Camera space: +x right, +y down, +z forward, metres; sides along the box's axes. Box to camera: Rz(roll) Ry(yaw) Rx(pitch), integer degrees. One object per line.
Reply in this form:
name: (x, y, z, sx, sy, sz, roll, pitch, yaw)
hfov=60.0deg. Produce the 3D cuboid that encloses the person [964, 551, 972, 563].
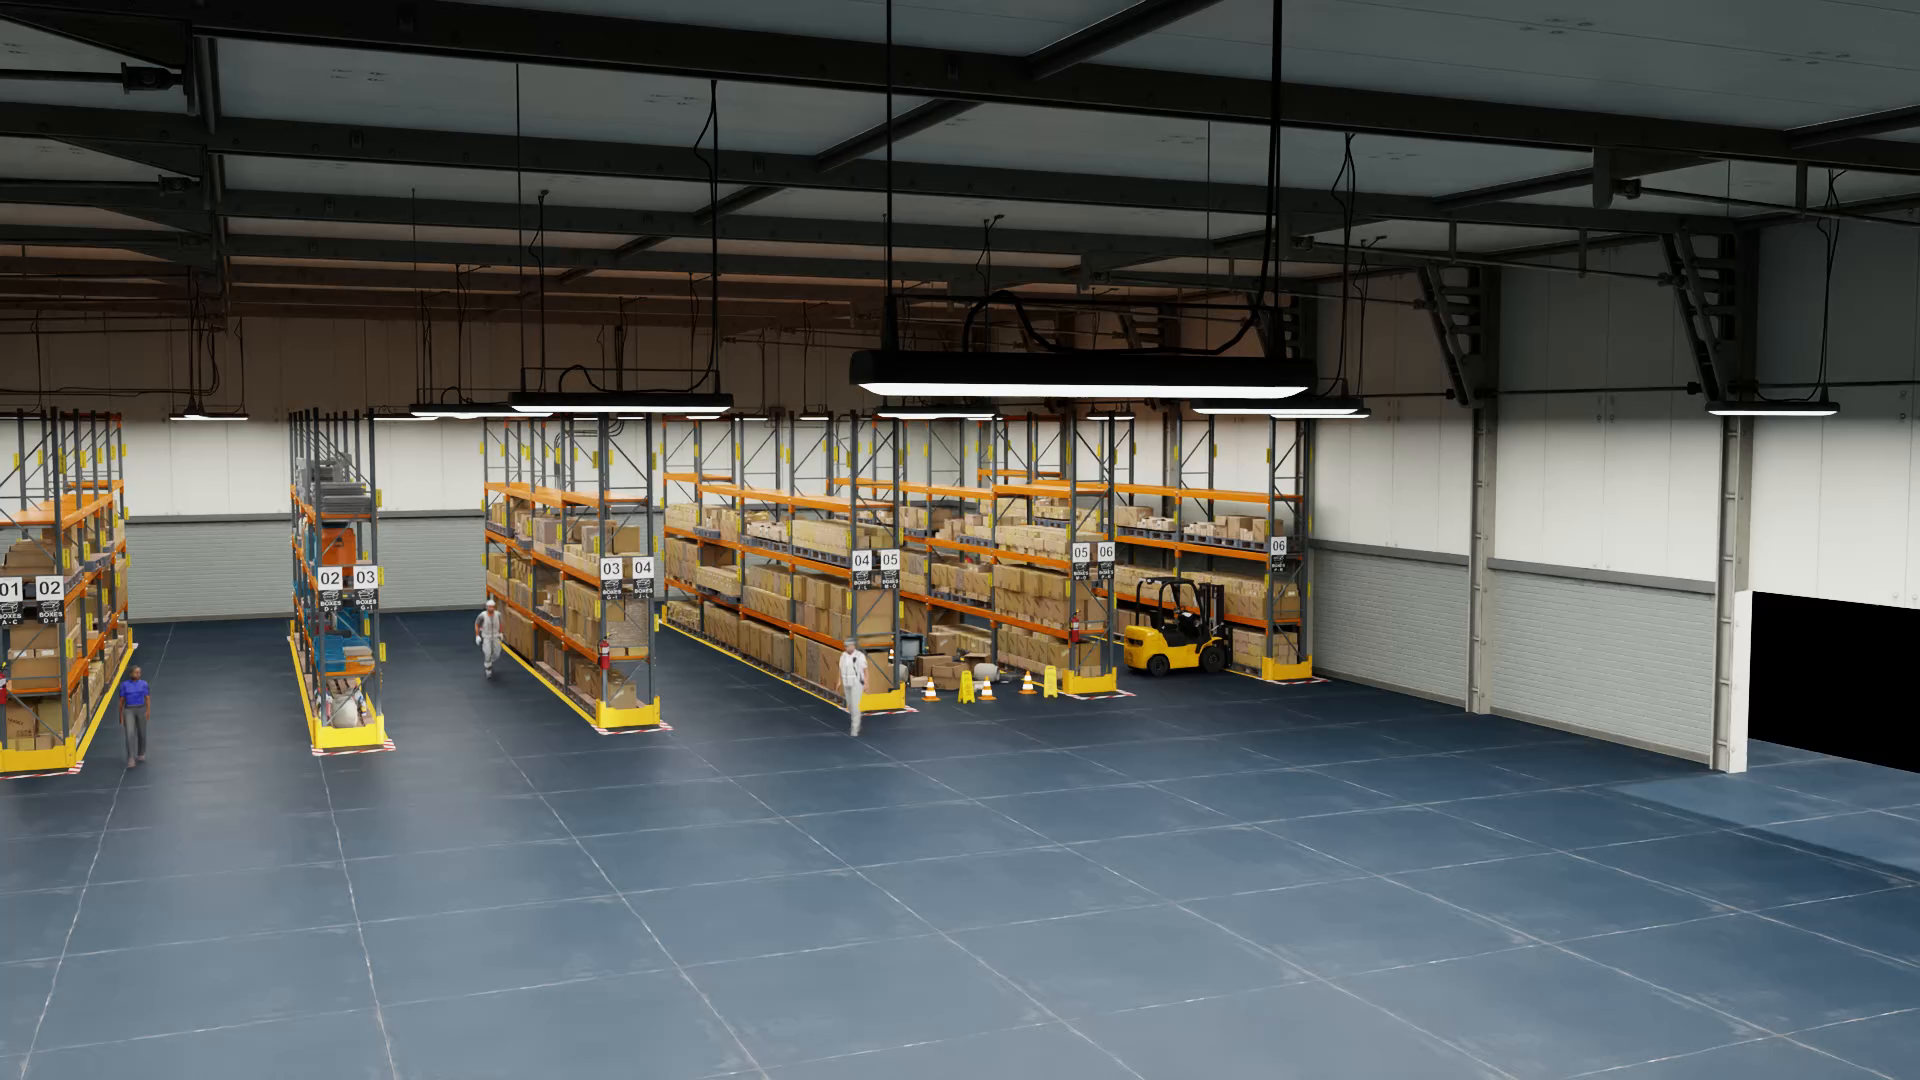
person: (0.107, 1.145, 52.854, 0.497, 1.719, 0.557, -4, 5, -42)

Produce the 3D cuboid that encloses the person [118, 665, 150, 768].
person: (-13.887, 2.960, 28.033, 0.477, 1.652, 0.719, -3, 5, -34)

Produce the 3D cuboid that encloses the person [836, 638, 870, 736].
person: (-2.010, 2.694, 30.799, 0.656, 1.748, 0.729, 3, 5, 35)

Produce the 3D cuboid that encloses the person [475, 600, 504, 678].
person: (-10.663, 2.215, 37.606, 0.628, 1.767, 0.689, -3, 5, -35)
